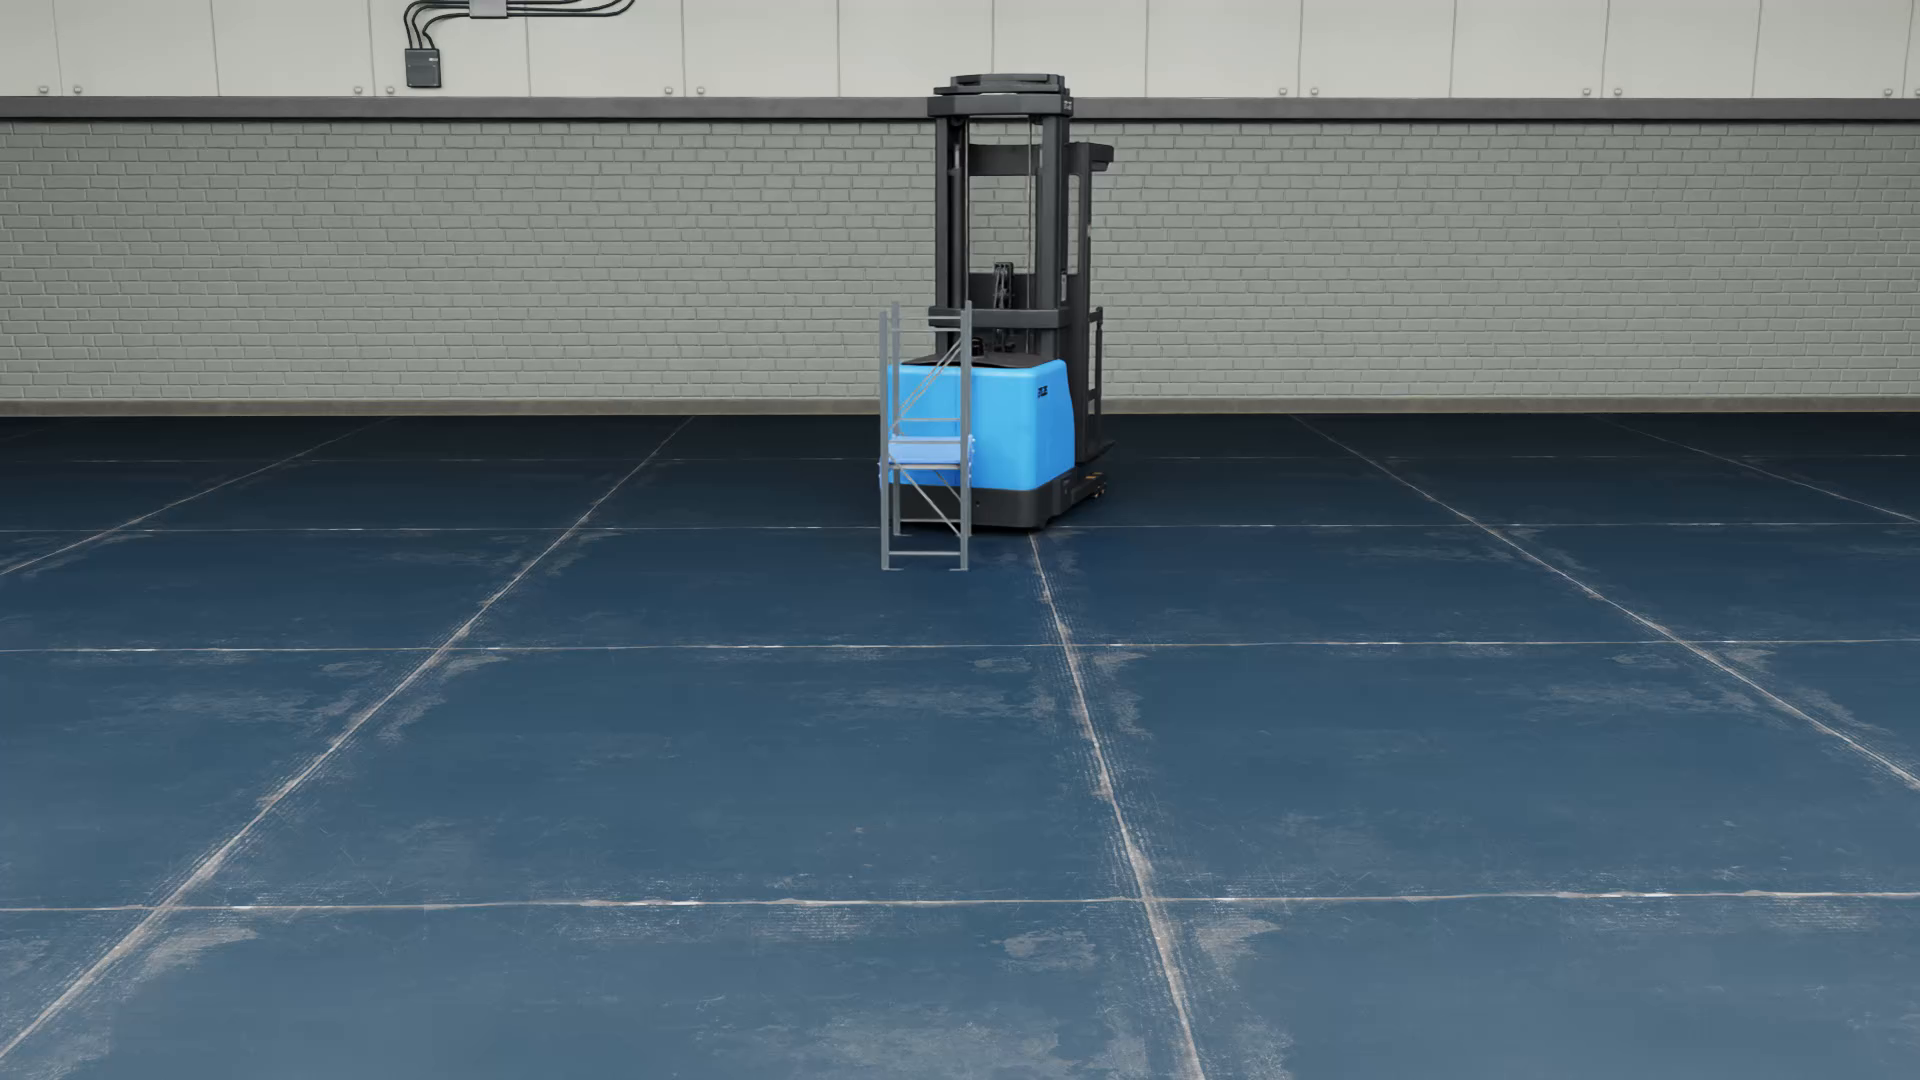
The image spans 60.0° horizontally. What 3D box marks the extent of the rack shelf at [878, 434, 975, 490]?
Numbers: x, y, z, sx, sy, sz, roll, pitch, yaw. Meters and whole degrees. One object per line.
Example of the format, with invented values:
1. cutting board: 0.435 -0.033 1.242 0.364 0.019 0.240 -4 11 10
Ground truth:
1. rack shelf: -0.190 -0.481 10.062 0.538 0.185 1.000 0 11 2

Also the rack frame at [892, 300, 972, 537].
1. rack frame: -0.176 -0.758 10.524 0.500 1.500 0.032 0 11 2

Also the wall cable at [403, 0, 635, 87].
1. wall cable: -4.175 -7.324 15.476 2.305 6.003 0.169 0 11 -1

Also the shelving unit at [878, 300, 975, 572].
1. shelving unit: -0.190 -0.657 10.026 0.538 1.500 1.048 0 11 2

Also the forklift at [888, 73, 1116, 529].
1. forklift: 0.450 -1.757 11.847 1.130 2.935 3.031 4 12 18

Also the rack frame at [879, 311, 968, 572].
1. rack frame: -0.205 -0.556 9.528 0.500 1.500 0.032 0 11 2
